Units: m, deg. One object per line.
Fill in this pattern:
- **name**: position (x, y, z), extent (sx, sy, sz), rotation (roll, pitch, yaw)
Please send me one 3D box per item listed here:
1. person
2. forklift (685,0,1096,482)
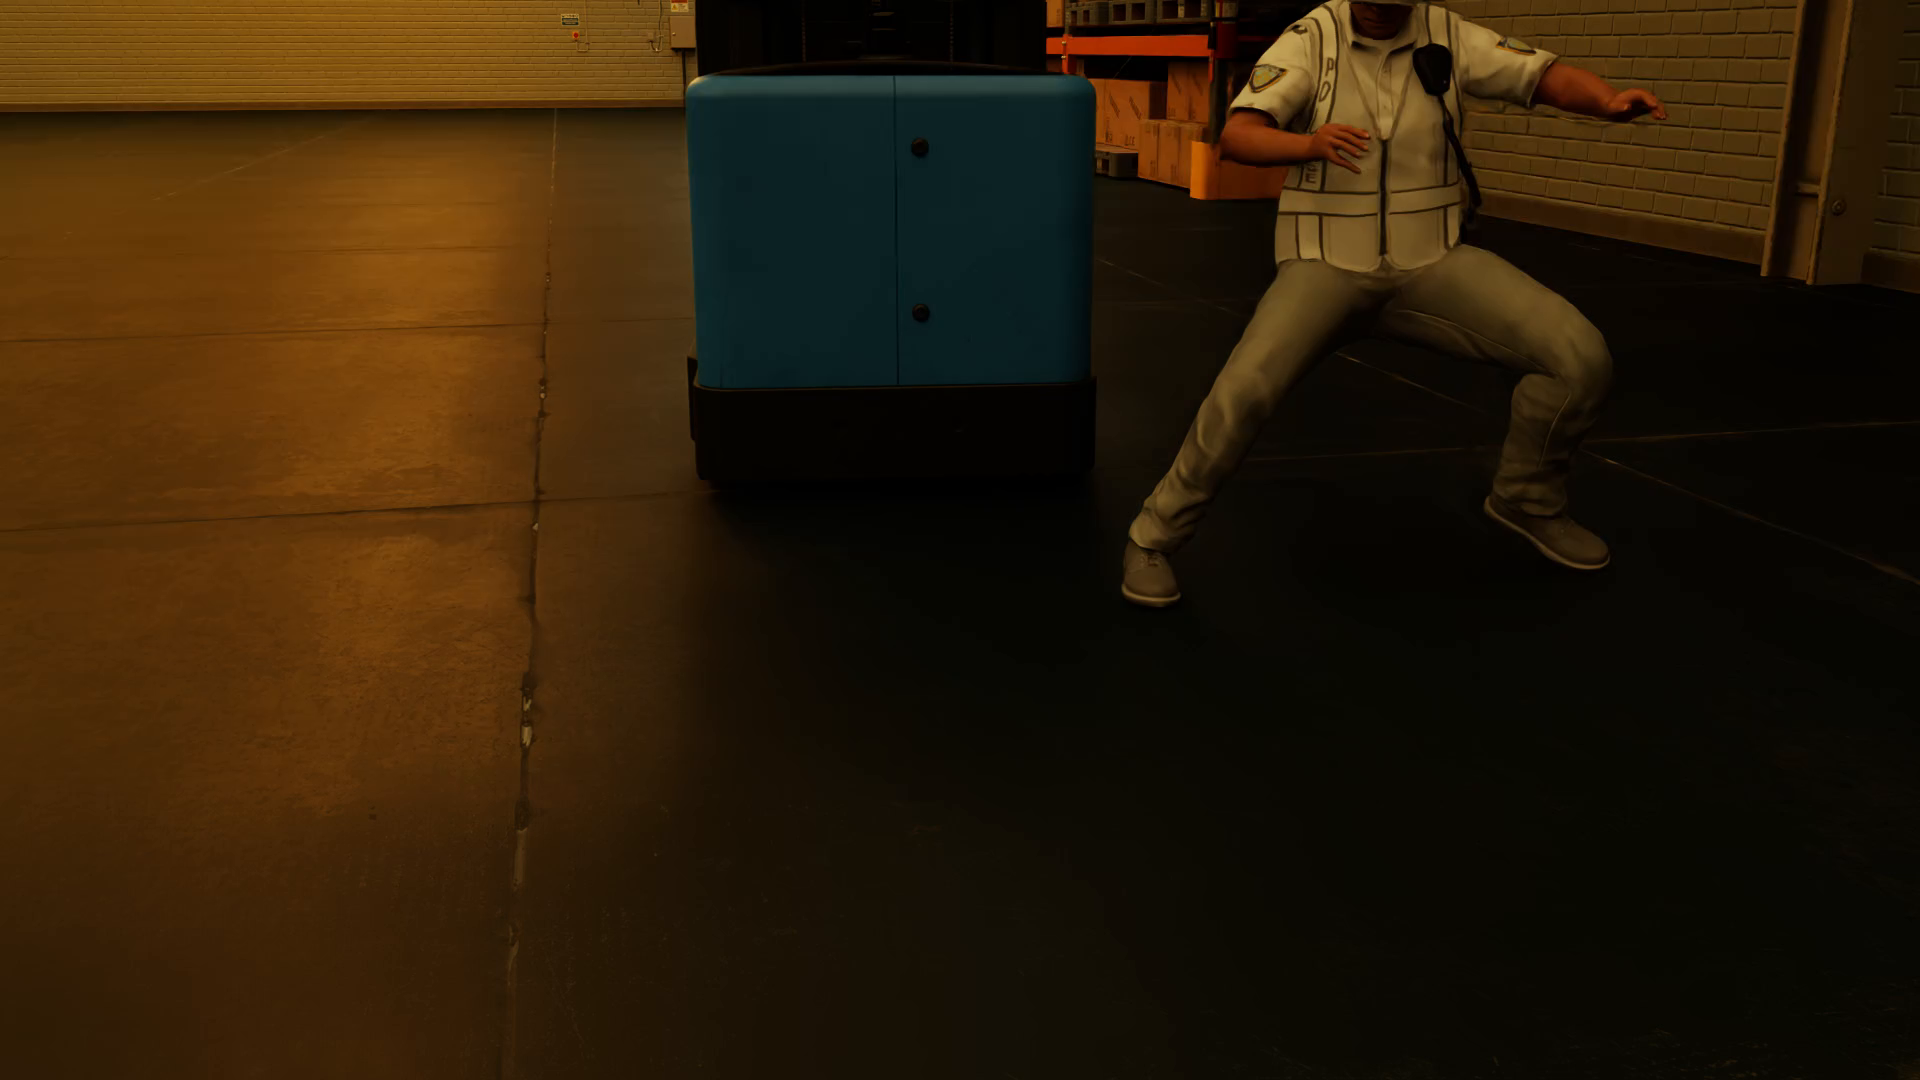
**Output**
- **person**: position (0.912, -0.605, 3.542), extent (1.092, 1.428, 0.701), rotation (2, 17, 5)
- **forklift**: position (-0.297, -1.924, 5.348), extent (1.130, 2.935, 3.031), rotation (-2, 17, -5)
